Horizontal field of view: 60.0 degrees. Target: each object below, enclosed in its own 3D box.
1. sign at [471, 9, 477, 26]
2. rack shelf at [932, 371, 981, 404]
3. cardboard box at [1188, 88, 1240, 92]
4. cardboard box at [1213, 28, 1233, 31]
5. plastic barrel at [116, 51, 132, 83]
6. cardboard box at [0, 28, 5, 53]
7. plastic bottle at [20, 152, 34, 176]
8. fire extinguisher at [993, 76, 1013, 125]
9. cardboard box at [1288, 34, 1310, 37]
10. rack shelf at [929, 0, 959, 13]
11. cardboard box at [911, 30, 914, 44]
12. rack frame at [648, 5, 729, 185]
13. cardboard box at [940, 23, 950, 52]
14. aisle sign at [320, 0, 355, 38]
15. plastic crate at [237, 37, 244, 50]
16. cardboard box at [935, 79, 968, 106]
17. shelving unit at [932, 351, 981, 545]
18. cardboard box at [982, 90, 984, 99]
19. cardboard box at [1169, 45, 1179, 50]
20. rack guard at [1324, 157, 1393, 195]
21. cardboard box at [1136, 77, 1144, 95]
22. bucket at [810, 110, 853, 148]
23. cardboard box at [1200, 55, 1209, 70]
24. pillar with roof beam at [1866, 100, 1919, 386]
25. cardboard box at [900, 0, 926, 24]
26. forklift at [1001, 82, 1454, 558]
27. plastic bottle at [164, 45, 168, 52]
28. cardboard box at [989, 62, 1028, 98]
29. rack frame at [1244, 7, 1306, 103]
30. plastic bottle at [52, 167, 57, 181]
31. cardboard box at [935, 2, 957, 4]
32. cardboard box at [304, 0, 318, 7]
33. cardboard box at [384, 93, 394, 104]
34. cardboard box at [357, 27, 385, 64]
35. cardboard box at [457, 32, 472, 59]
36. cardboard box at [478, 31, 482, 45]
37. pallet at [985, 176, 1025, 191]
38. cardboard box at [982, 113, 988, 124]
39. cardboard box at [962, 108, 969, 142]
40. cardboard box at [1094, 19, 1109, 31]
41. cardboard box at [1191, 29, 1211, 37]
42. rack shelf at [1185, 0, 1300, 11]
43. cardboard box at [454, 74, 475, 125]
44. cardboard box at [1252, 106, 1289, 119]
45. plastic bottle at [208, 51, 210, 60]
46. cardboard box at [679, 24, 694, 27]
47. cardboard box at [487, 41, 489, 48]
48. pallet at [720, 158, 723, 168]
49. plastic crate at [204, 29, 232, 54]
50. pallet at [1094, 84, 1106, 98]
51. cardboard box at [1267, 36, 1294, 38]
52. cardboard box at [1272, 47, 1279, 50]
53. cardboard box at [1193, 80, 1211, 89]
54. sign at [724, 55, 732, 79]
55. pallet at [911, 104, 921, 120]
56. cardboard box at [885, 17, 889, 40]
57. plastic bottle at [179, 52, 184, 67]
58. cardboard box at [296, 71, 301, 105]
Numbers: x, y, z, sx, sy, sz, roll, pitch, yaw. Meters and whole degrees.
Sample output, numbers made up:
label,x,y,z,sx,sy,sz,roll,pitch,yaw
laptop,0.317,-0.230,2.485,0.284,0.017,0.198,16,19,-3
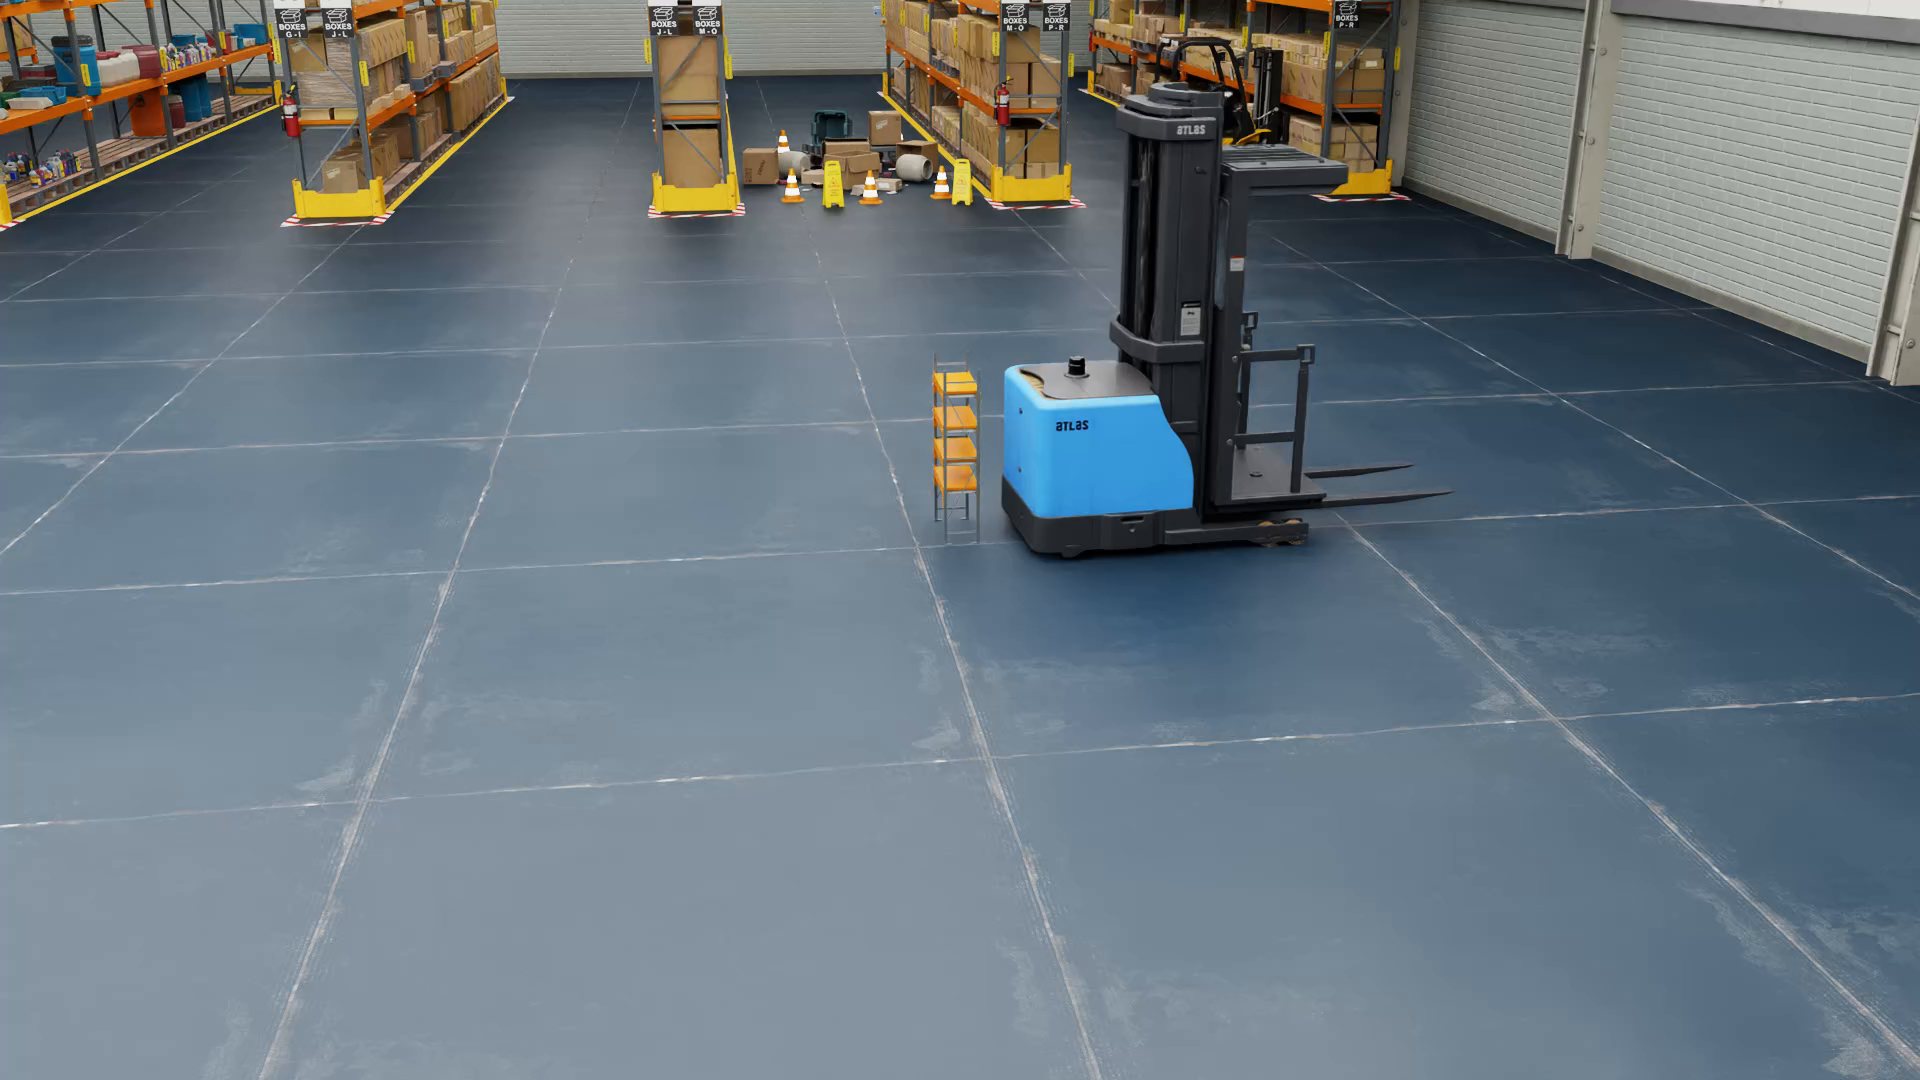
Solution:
label,x,y,z,sx,sy,sz,roll,pitch,yaw
sign,-9.932,-10.672,33.962,0.100,0.325,0.005,-3,21,-8
rack shelf,-0.024,-0.988,11.022,0.258,0.148,0.480,-3,21,-8
cardboard box,4.903,-8.370,32.134,0.875,0.625,0.625,-2,21,-6
cardboard box,5.074,-9.751,31.967,0.380,0.149,0.250,-2,21,-6
plastic barrel,-14.372,-8.063,28.356,0.421,0.512,0.421,0,20,0
cardboard box,-20.296,-10.401,34.635,0.500,0.500,0.500,-3,21,-9
plastic bottle,-14.367,-5.789,25.585,0.144,0.351,0.185,-3,21,-8
fire extinguisher,0.629,-6.382,24.127,0.296,0.674,0.183,-3,21,-8
cardboard box,5.744,-8.424,27.988,0.380,0.149,0.250,-3,21,-9
rack shelf,0.204,-9.627,29.445,1.077,0.370,4.000,-3,21,-8
cardboard box,-0.727,-10.278,33.948,0.500,0.250,0.500,-3,21,-7
rack frame,-3.815,-6.197,23.520,1.000,3.000,0.127,-3,21,-8
cardboard box,-0.083,-9.103,30.133,0.500,0.500,0.500,-3,21,-7
aisle sign,-8.432,-7.193,22.472,0.394,0.787,0.004,-3,21,-8
plastic crate,-15.395,-10.523,35.257,0.416,0.233,0.300,-3,21,-8
cardboard box,-0.102,-8.696,32.648,0.875,0.875,0.875,-3,21,-8
shelving unit,-0.024,-0.619,11.160,0.258,1.200,0.503,-3,21,-8
cardboard box,0.550,-6.922,25.820,0.380,0.149,0.250,-3,21,-8
cardboard box,4.353,-9.790,32.900,0.380,0.149,0.250,-3,21,-7
rack guard,5.984,-5.554,25.371,1.175,0.500,0.348,-3,21,-8
cardboard box,4.098,-9.735,35.965,0.500,0.500,0.500,-2,21,-5
bucket,-2.090,-6.829,27.720,0.726,0.611,0.620,4,11,11
cardboard box,4.798,-8.914,31.010,0.500,0.250,0.500,-4,21,-10
pillar with roof beam,4.242,-5.458,12.968,9.100,9.000,0.400,-3,21,-8
cardboard box,-1.002,-11.301,35.614,0.500,0.500,0.500,-3,21,-8
forklift,1.861,-1.503,11.050,3.031,2.935,1.130,-4,21,-11
plastic bottle,-15.719,-9.637,32.898,0.061,0.283,0.133,-3,21,-8
cardboard box,0.718,-6.842,24.679,0.500,0.500,0.500,-3,21,-9
rack frame,5.404,-8.118,28.664,1.000,3.000,0.127,-3,21,-8
plastic bottle,-13.699,-5.529,25.103,0.097,0.201,0.097,0,20,0
cardboard box,-0.266,-10.831,34.355,0.500,0.500,0.500,-3,21,-7
cardboard box,-9.058,-7.471,22.858,0.500,0.250,0.500,-2,21,-6
cardboard box,-8.791,-6.669,25.144,0.380,0.149,0.250,-3,21,-8
cardboard box,-8.686,-7.187,24.174,0.500,0.500,0.500,-3,21,-8
cardboard box,-10.065,-9.863,33.194,0.500,0.500,0.500,-2,21,-6
cardboard box,-10.343,-10.554,34.975,0.500,0.250,0.500,-3,21,-8
pallet,0.976,-5.484,25.598,1.003,0.211,1.213,-3,21,-8
cardboard box,0.543,-6.520,25.717,0.380,0.149,0.250,-3,21,-7
cardboard box,0.310,-6.908,27.683,0.500,0.500,0.500,-2,21,-5
cardboard box,3.473,-12.171,39.305,0.500,0.250,0.500,-3,21,-7
cardboard box,4.621,-9.636,31.659,0.380,0.149,0.250,-2,21,-7
rack shelf,5.115,-9.879,30.119,1.077,0.370,4.000,-3,21,-8
cardboard box,-10.091,-8.502,32.128,1.225,0.875,0.875,-3,21,-8
cardboard box,5.227,-7.134,27.931,0.500,0.250,0.500,-3,21,-8
plastic bottle,-14.948,-9.634,33.009,0.097,0.201,0.097,0,20,0
cardboard box,-4.236,-7.650,25.653,0.875,0.550,0.550,-3,21,-8
cardboard box,-10.447,-10.768,36.117,0.380,0.149,0.250,-3,21,-7
pallet,-4.359,-6.008,27.001,1.003,0.211,1.213,-3,21,-8
plastic crate,-15.249,-10.266,34.239,0.402,0.464,0.583,-3,21,-8
pallet,3.801,-10.664,39.467,1.003,0.211,1.213,-3,21,-8
cardboard box,5.329,-8.309,27.680,0.380,0.149,0.250,-3,21,-9
cardboard box,5.292,-7.987,27.242,0.380,0.149,0.250,-3,21,-8
cardboard box,4.933,-9.204,33.618,0.380,0.149,0.250,-3,21,-7
sign,-3.265,-6.665,23.424,0.100,0.325,0.005,-3,21,-8
pallet,-0.475,-9.066,35.189,1.003,0.211,1.213,-3,21,-8
cardboard box,-1.452,-11.887,38.613,0.500,0.500,0.500,-3,21,-8
plastic bottle,-14.691,-9.049,31.340,0.097,0.271,0.097,0,20,0
cardboard box,-8.980,-6.527,23.835,0.875,0.500,0.500,-3,21,-8
